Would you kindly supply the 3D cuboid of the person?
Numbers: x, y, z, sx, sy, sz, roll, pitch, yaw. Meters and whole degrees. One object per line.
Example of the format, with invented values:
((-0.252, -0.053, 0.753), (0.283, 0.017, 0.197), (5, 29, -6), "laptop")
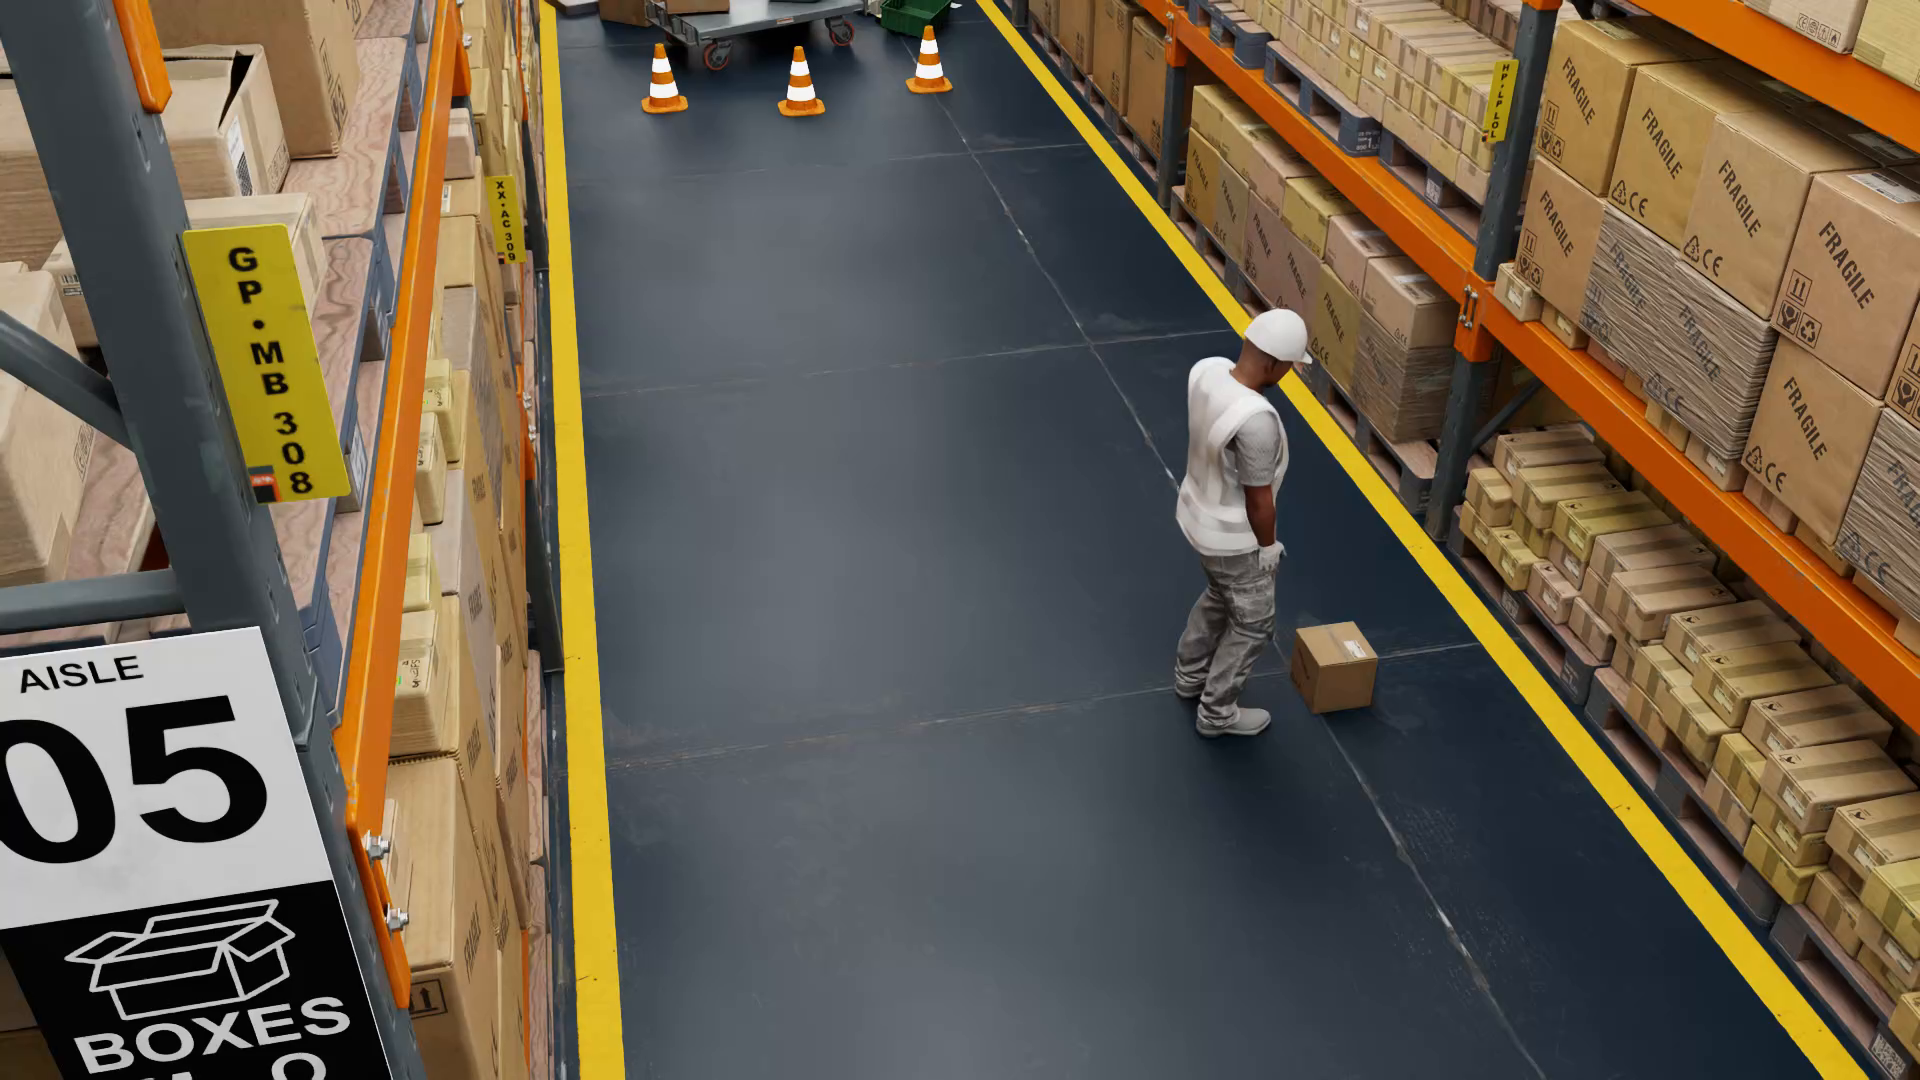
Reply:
((1.037, -0.063, 6.252), (0.426, 1.749, 0.566), (-6, 35, -9), "person")
